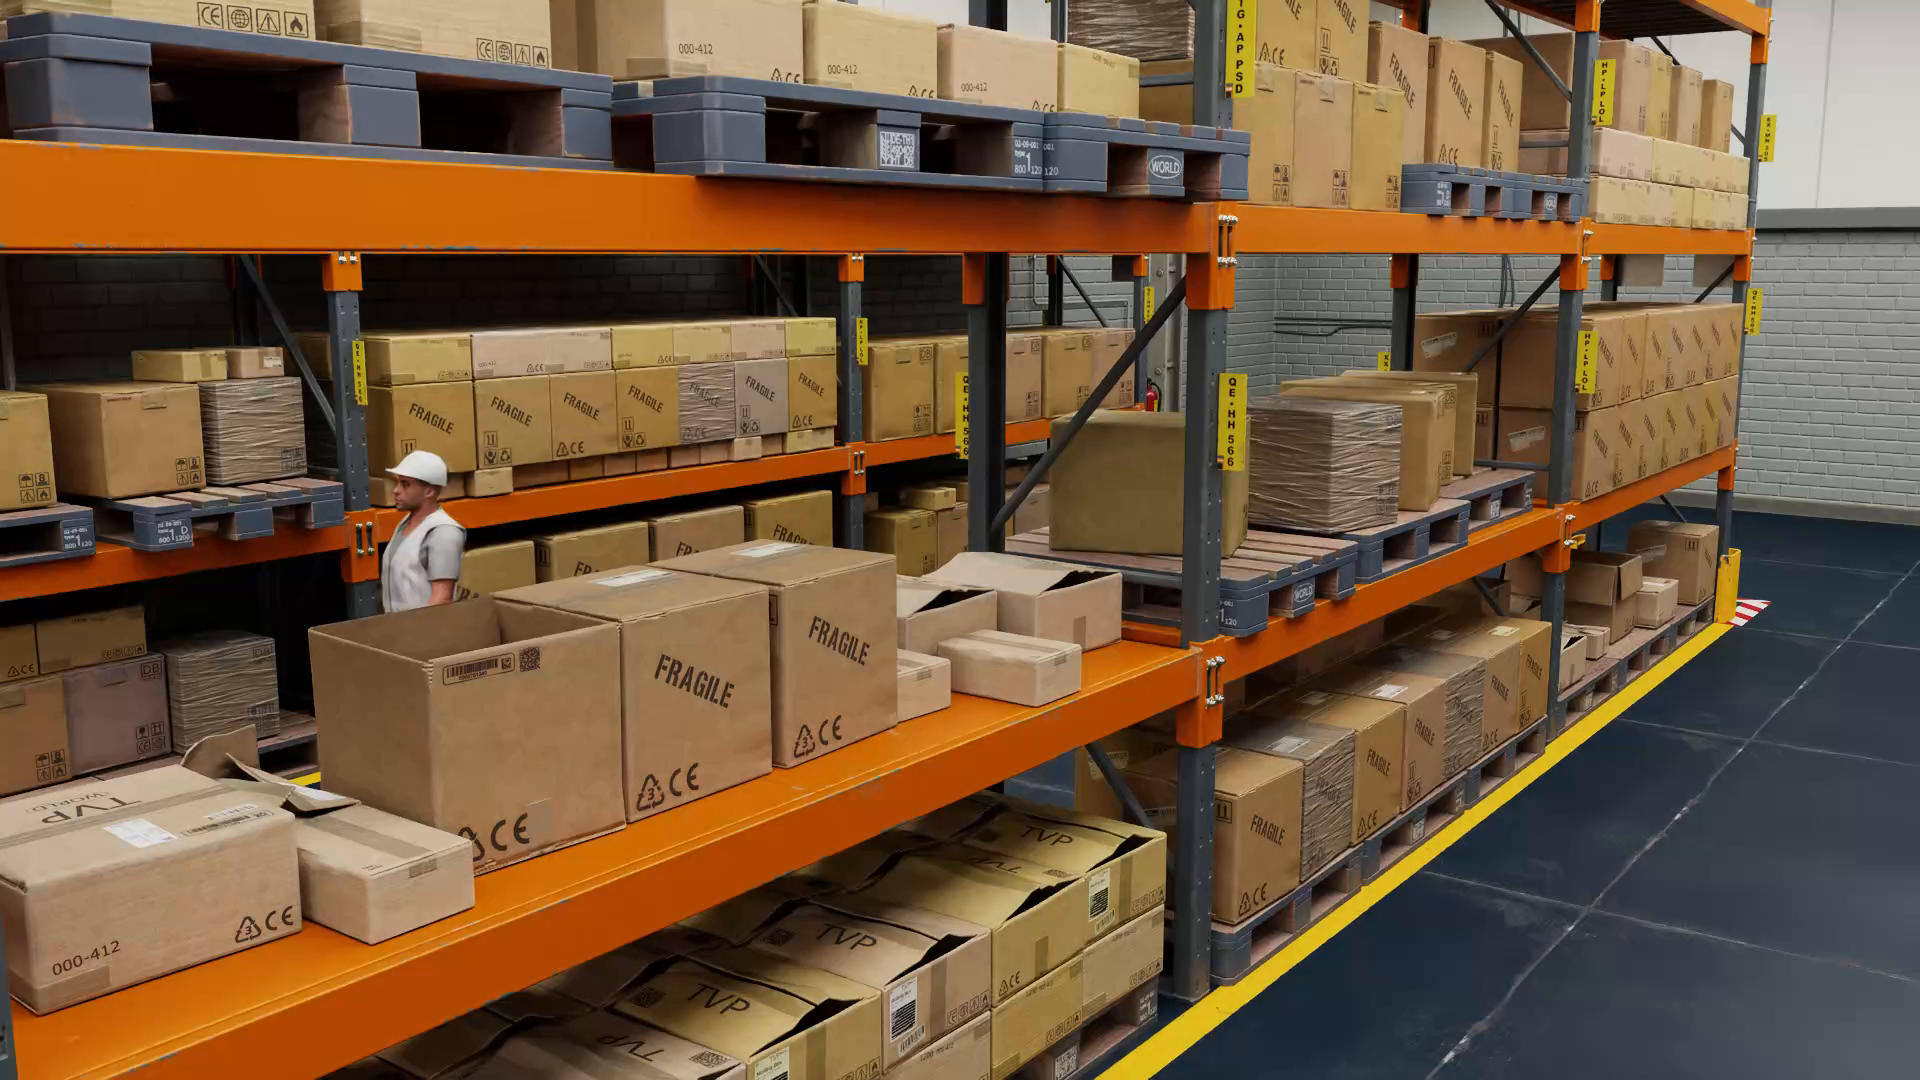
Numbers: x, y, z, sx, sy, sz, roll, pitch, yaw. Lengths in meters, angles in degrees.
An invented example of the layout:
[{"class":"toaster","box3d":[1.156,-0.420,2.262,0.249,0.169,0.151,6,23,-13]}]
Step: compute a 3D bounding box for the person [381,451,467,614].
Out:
[{"class":"person","box3d":[-2.505,0.472,7.569,1.028,1.743,0.548,-9,14,-44]}]
